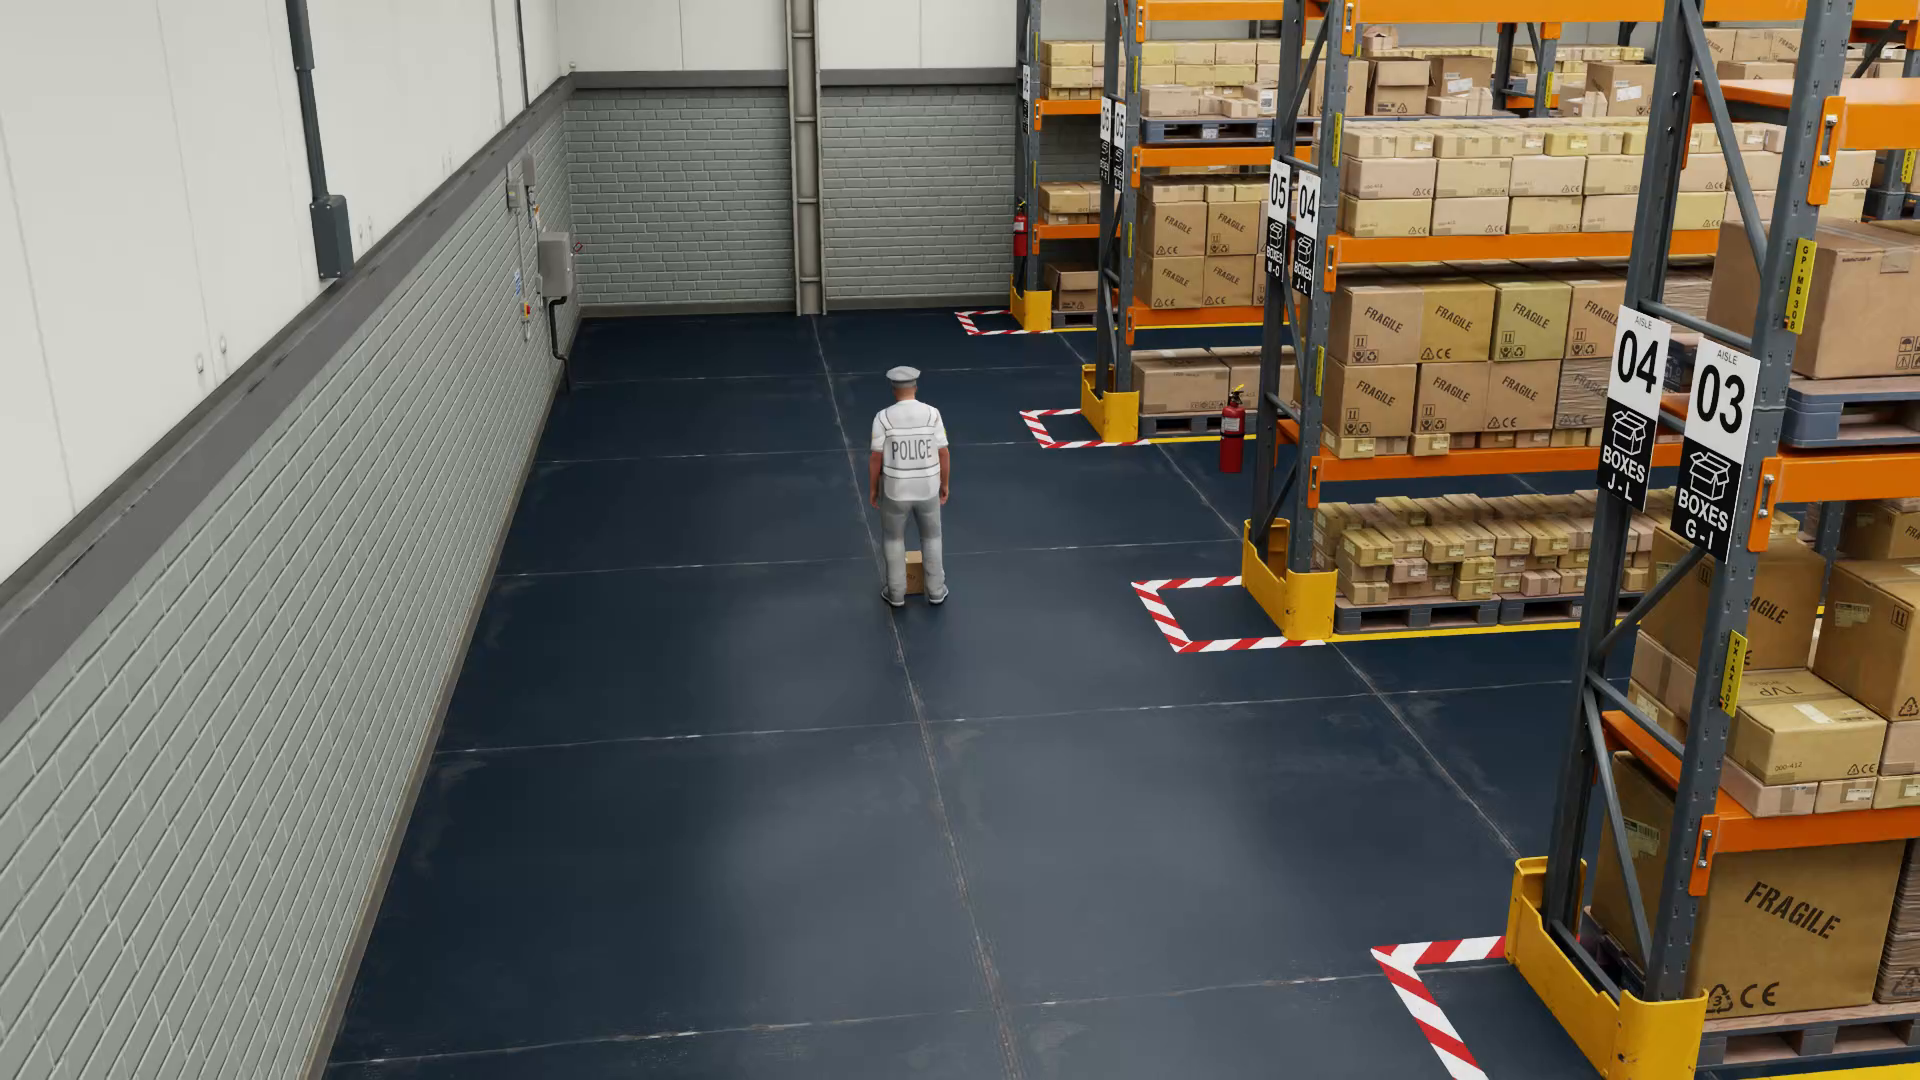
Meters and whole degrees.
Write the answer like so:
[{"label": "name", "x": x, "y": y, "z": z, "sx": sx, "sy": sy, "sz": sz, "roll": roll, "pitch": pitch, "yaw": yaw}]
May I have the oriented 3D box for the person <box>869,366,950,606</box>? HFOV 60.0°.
[{"label": "person", "x": -0.364, "y": -0.367, "z": 12.077, "sx": 0.594, "sy": 1.748, "sz": 0.434, "roll": -3, "pitch": 20, "yaw": -9}]
